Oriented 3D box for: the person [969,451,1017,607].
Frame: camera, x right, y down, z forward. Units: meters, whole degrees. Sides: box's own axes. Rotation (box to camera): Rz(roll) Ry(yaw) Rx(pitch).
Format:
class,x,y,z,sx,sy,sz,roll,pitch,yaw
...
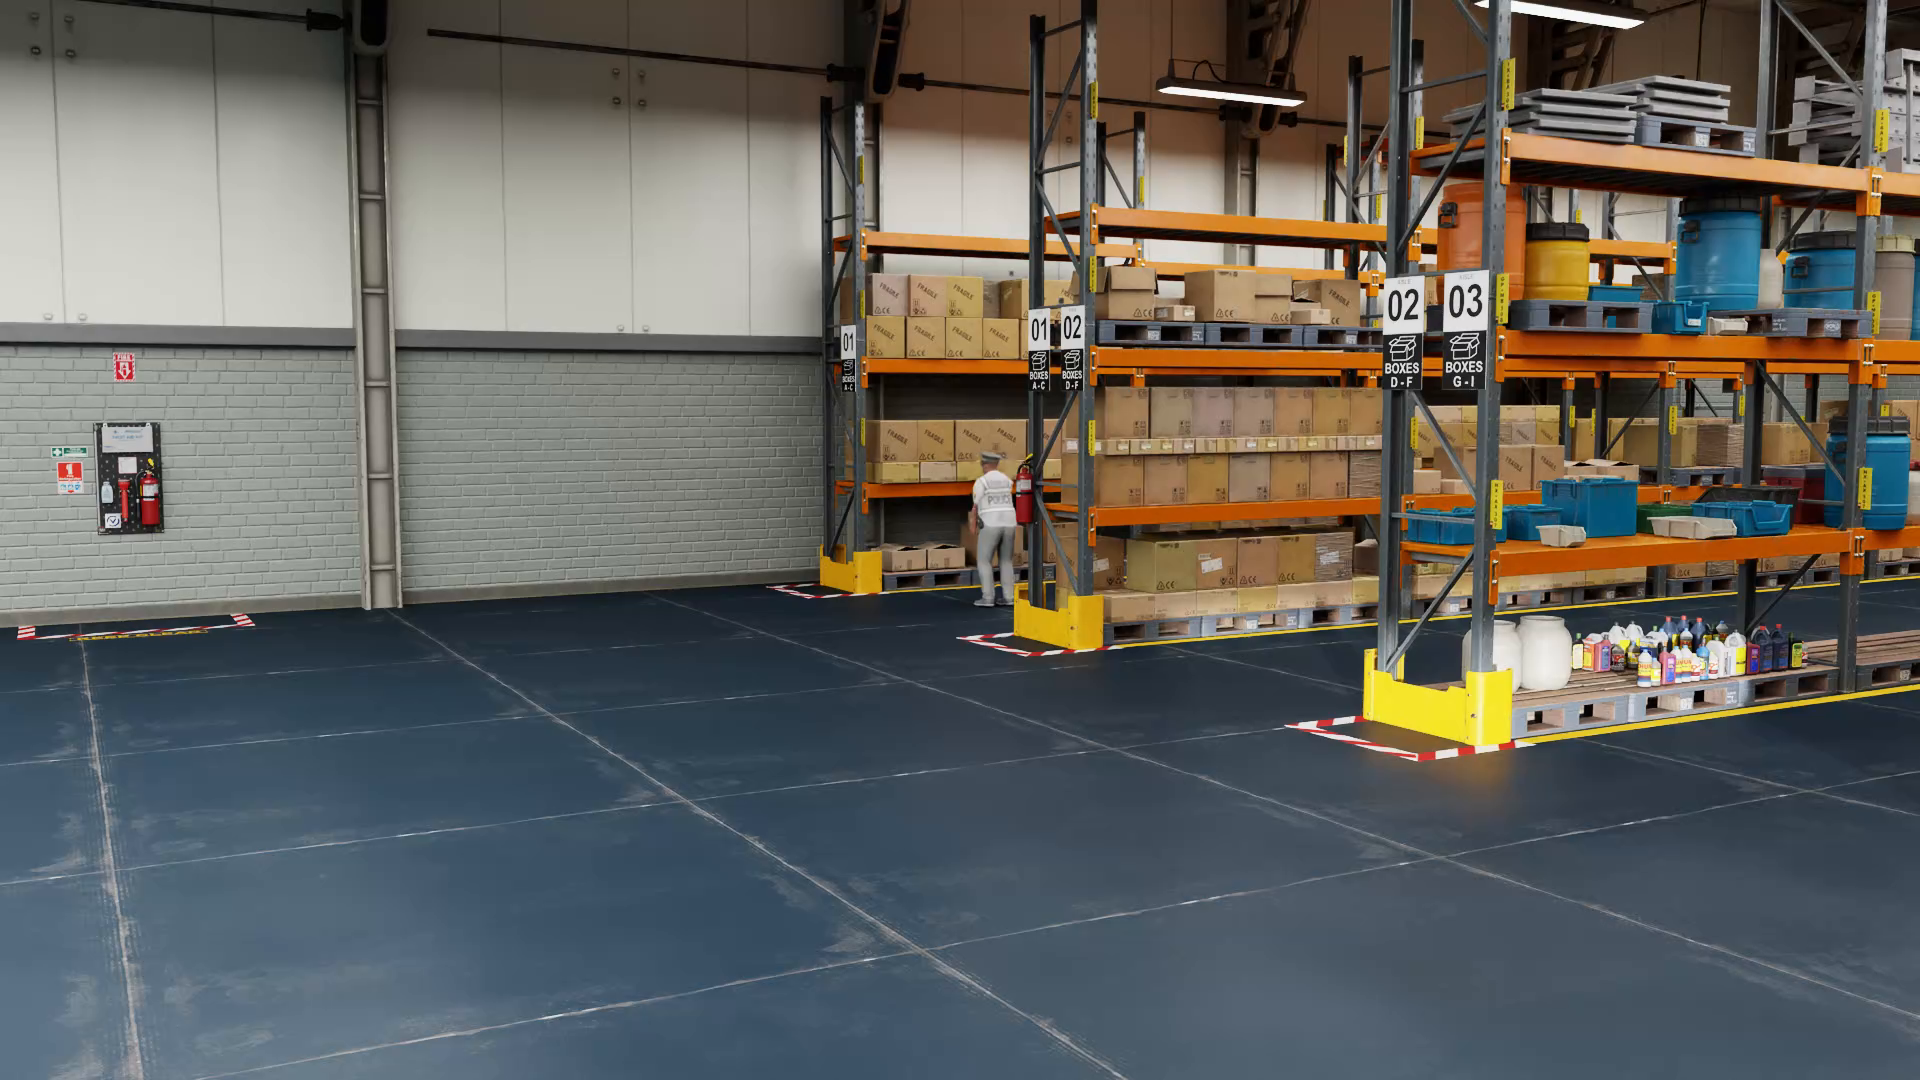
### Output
class,x,y,z,sx,sy,sz,roll,pitch,yaw
person,0.356,-0.126,18.744,0.487,1.745,0.589,-3,6,-30
